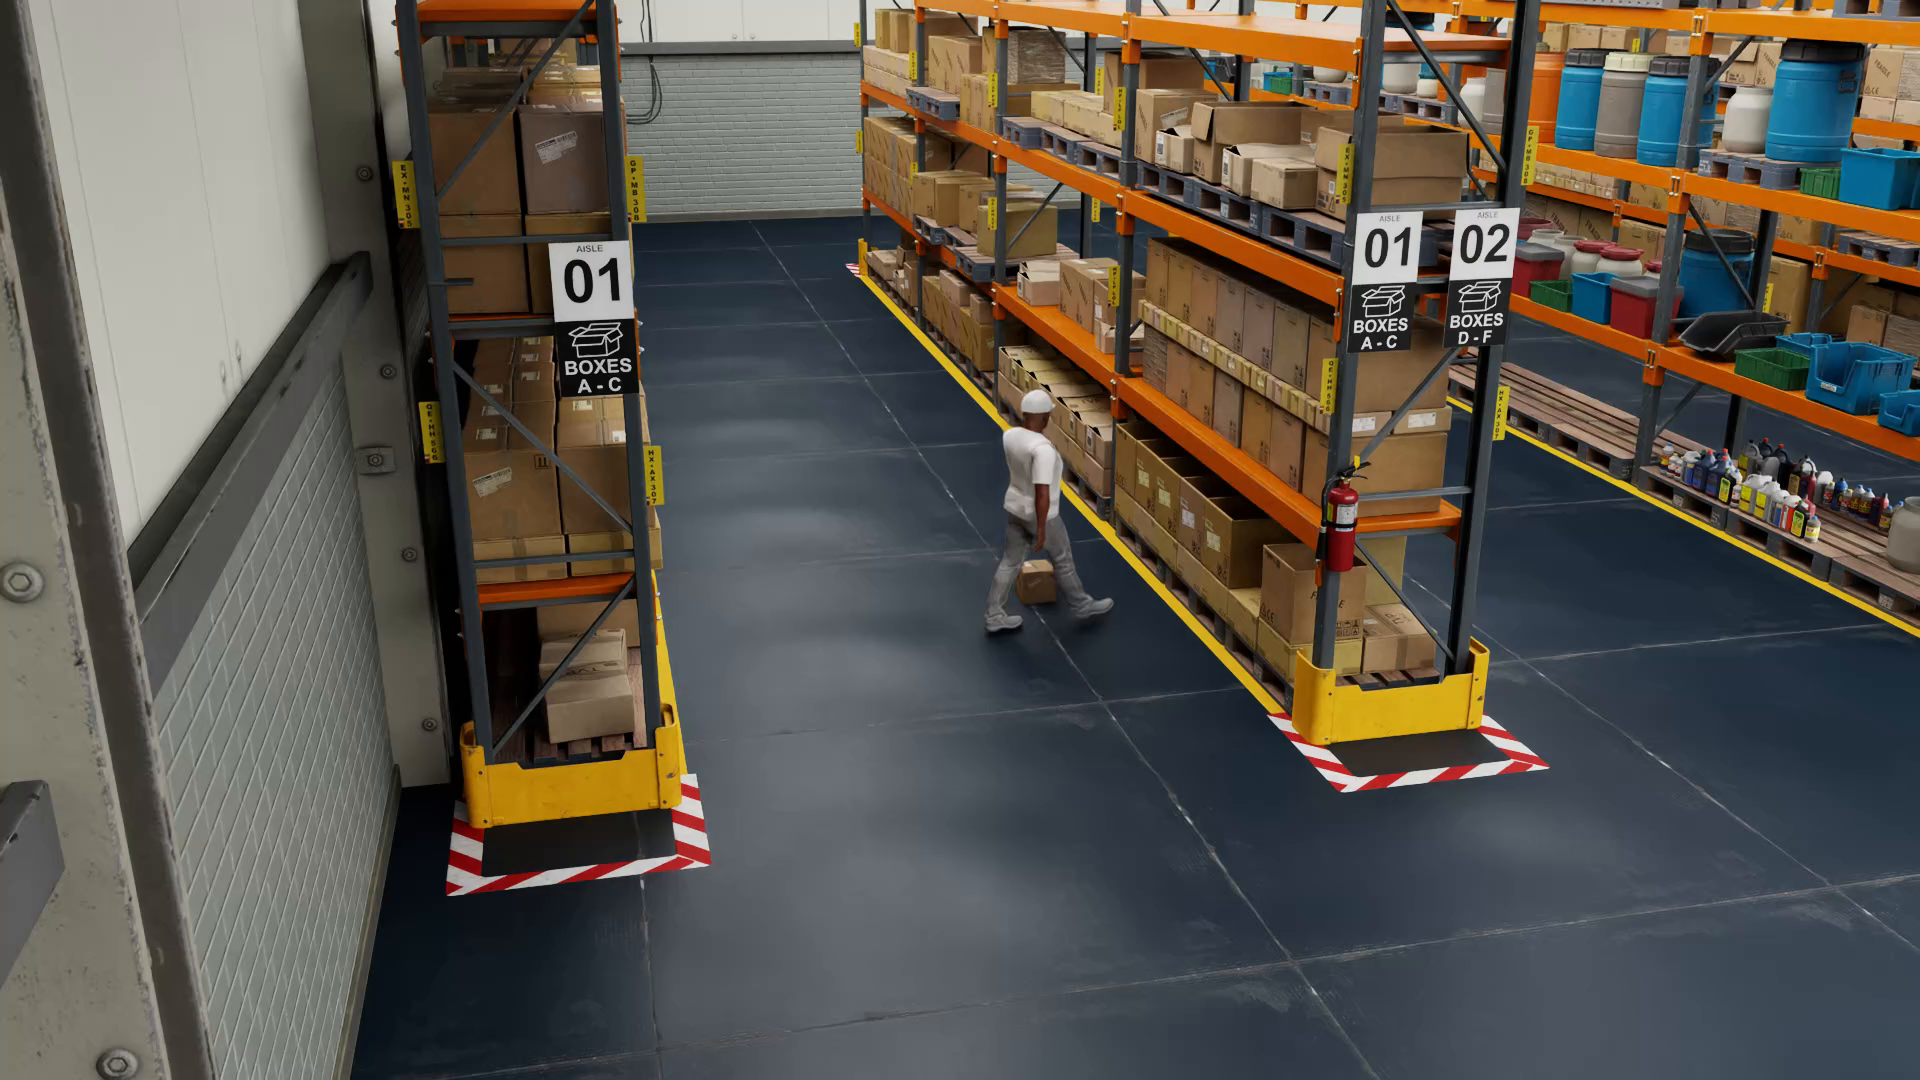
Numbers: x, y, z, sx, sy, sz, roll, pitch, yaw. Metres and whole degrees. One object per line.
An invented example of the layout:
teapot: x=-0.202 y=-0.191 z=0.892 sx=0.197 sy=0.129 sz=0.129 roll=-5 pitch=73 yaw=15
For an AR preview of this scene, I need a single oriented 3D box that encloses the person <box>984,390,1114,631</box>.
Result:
person: x=0.615 y=-0.231 z=11.669 sx=0.975 sy=1.720 sz=0.605 roll=-13 pitch=23 yaw=-32
